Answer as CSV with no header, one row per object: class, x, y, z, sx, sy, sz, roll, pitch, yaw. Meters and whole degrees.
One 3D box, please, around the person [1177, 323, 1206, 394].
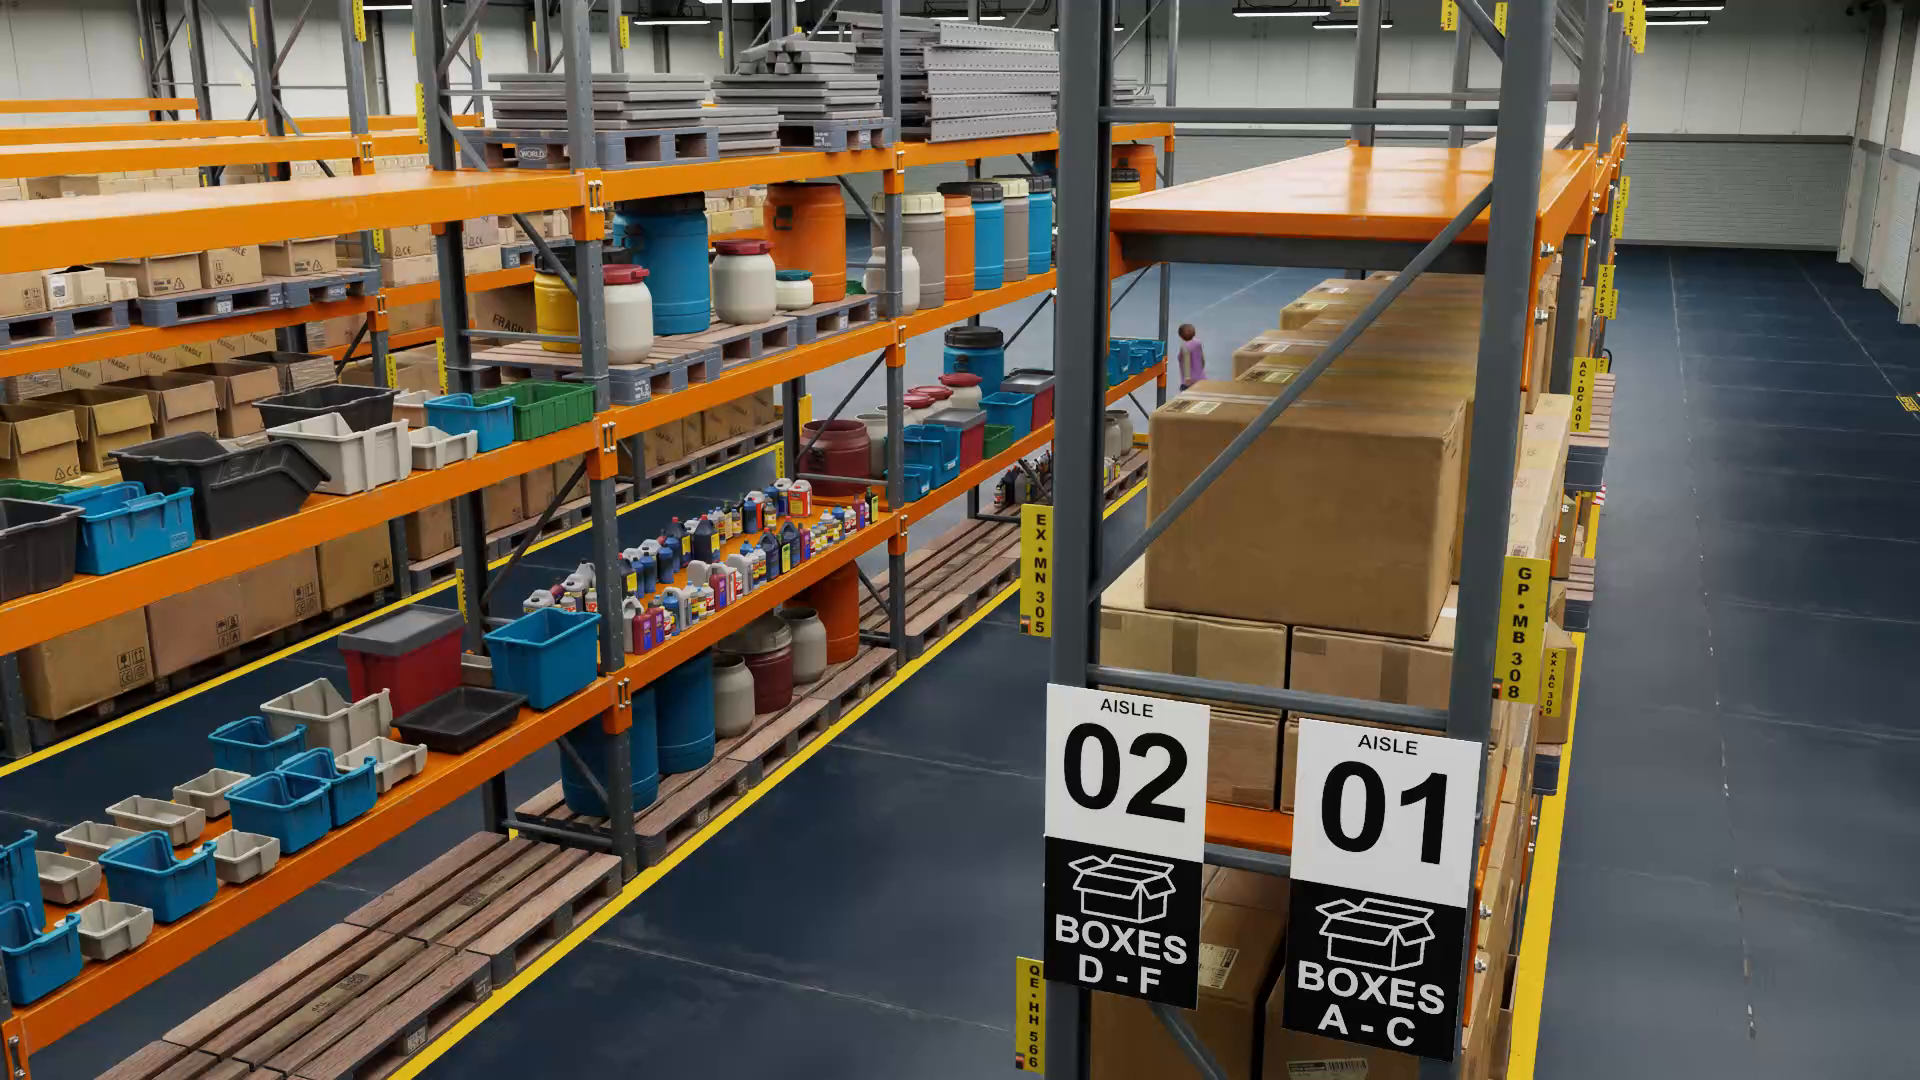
person,3.058,-2.034,21.513,0.867,1.547,0.491,12,19,36
